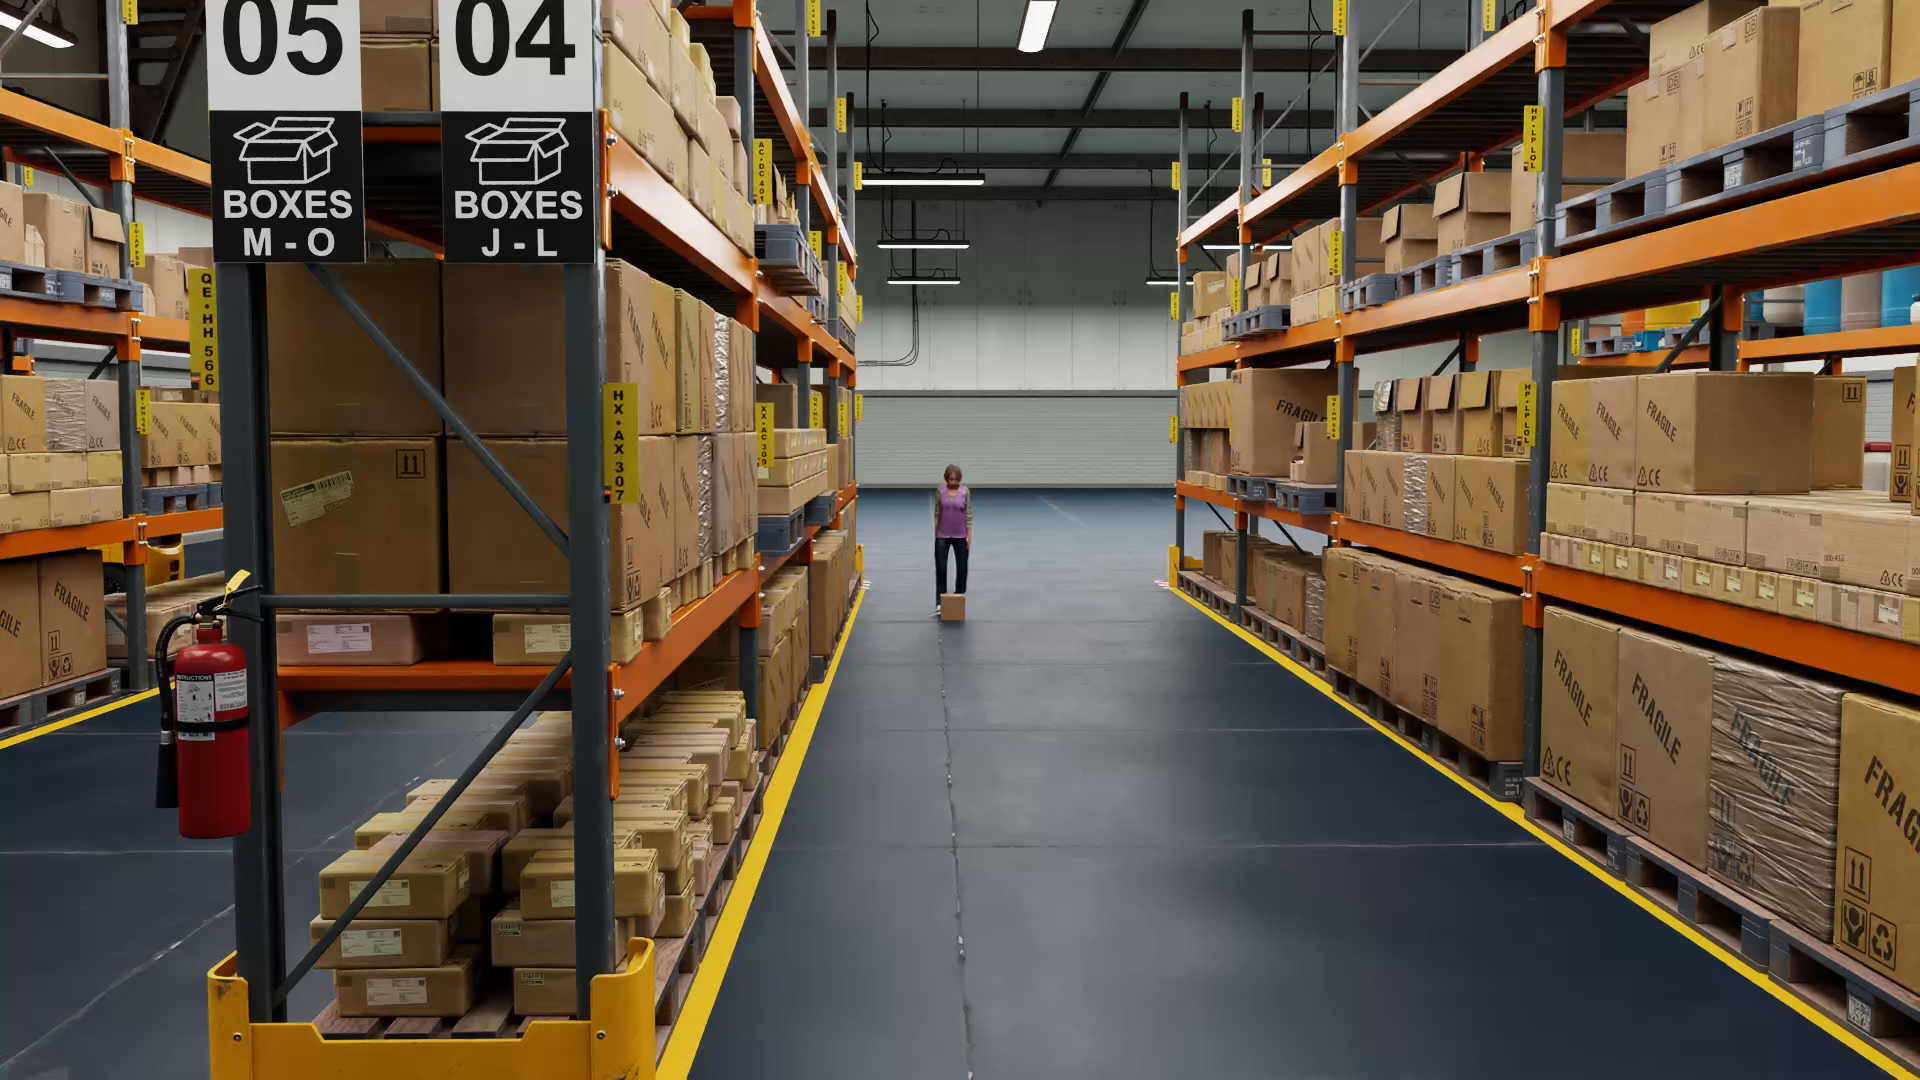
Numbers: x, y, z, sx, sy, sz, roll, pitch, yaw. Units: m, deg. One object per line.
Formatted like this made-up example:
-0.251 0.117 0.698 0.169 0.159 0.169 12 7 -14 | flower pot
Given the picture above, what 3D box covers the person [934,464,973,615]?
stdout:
-0.066 -0.006 17.444 0.412 1.587 0.317 0 4 0 | person
